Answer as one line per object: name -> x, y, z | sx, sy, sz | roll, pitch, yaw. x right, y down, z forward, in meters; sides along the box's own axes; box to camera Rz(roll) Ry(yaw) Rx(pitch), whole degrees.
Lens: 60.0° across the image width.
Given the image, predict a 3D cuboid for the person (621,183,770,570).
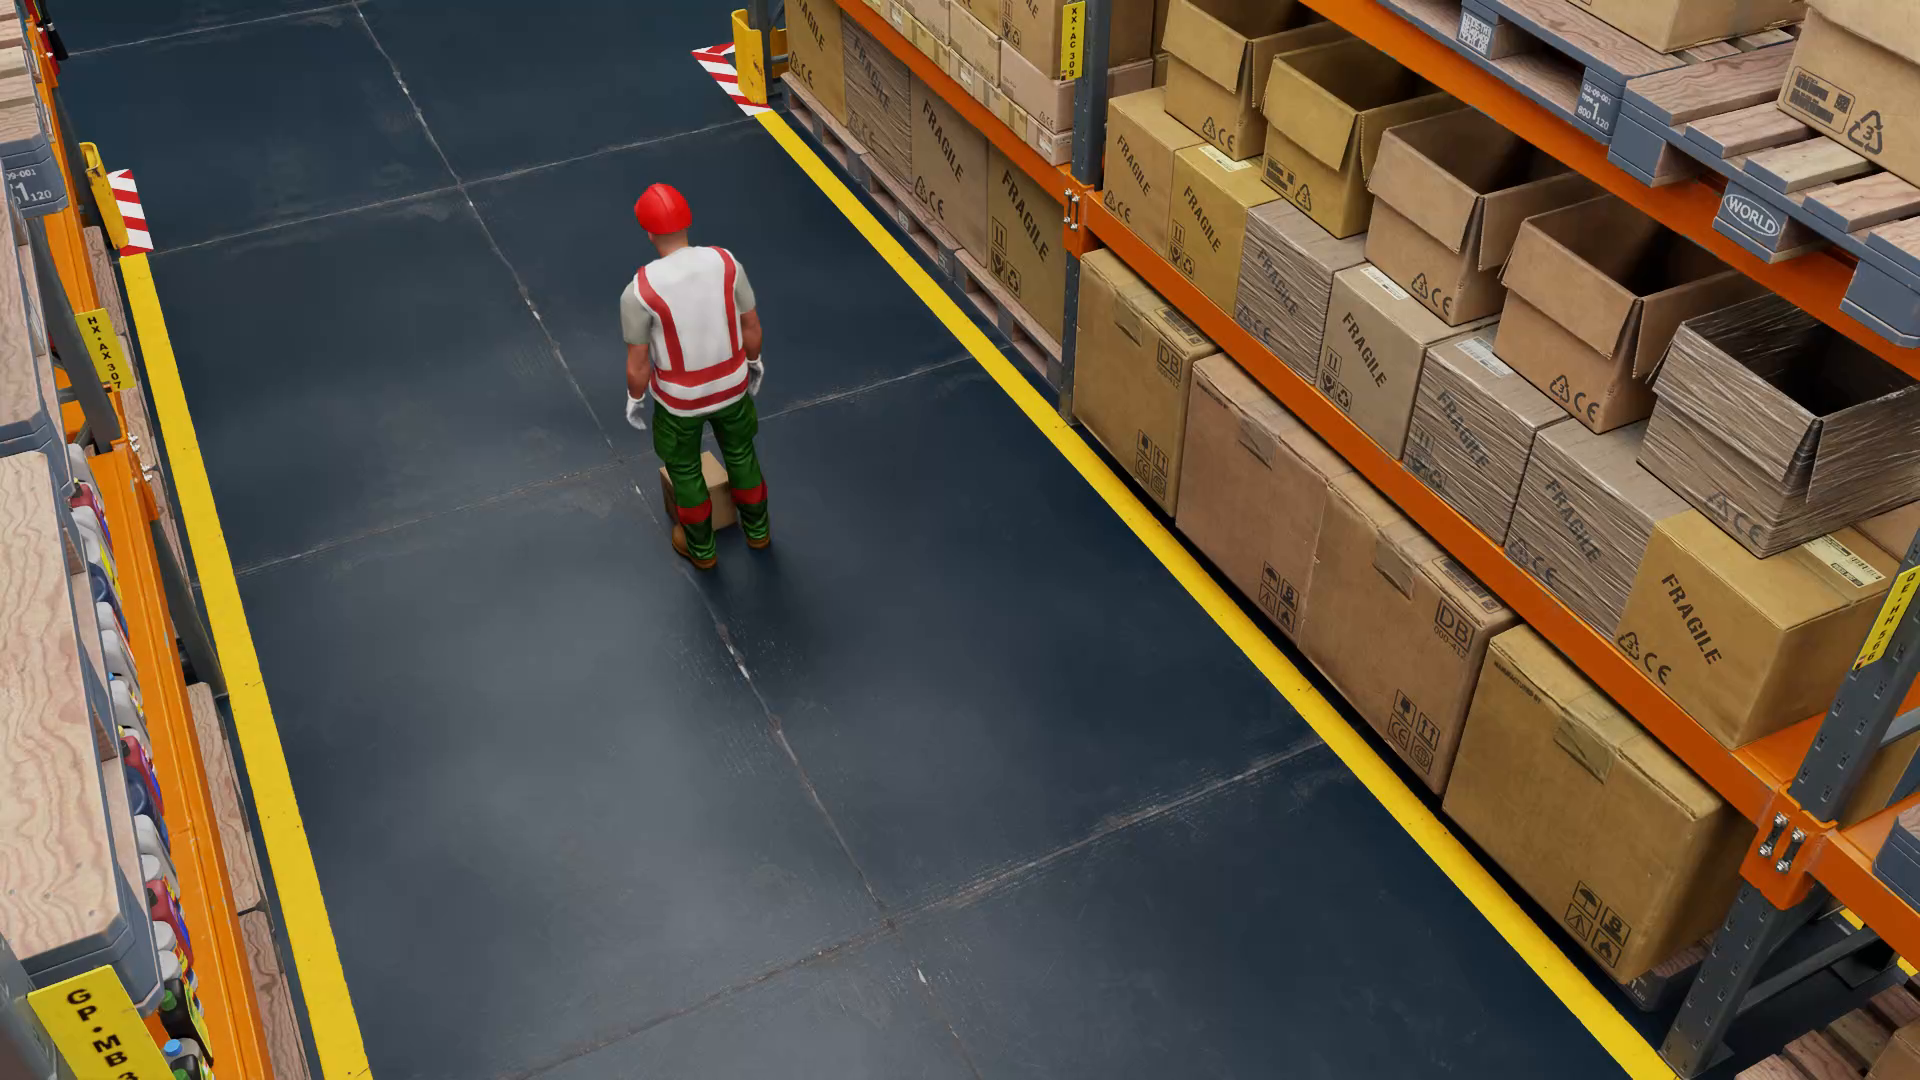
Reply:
person -> -1.092, -0.647, 6.893 | 0.623, 1.779, 0.452 | -20, 45, -22
